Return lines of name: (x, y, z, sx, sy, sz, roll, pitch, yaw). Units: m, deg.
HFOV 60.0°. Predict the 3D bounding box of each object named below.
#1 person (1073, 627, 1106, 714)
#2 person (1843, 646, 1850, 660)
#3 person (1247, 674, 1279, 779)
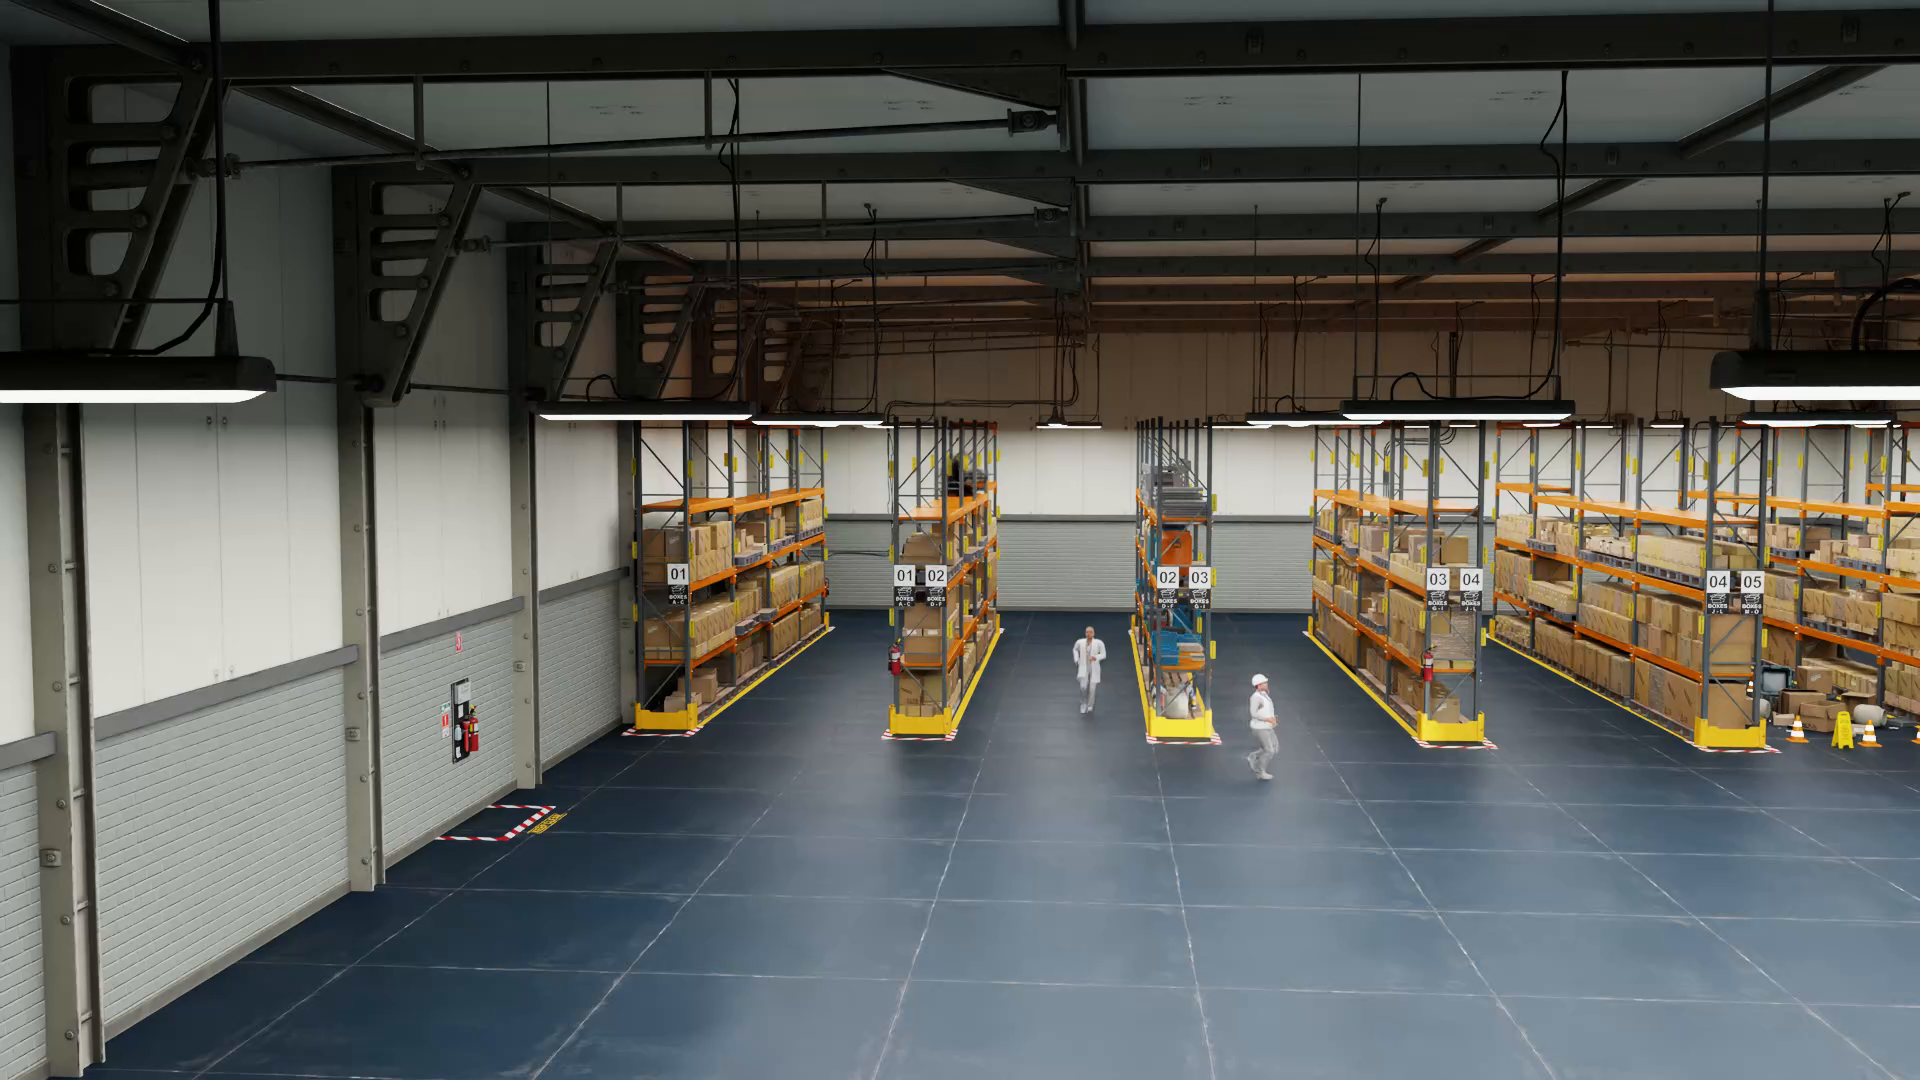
person: (2.618, 2.639, 33.648, 0.684, 1.765, 0.724, 0, 4, 8)
person: (21.160, 2.259, 39.800, 0.612, 1.677, 0.916, 0, 4, 3)
person: (4.987, 3.071, 27.372, 0.604, 1.722, 0.654, 2, 4, 27)
